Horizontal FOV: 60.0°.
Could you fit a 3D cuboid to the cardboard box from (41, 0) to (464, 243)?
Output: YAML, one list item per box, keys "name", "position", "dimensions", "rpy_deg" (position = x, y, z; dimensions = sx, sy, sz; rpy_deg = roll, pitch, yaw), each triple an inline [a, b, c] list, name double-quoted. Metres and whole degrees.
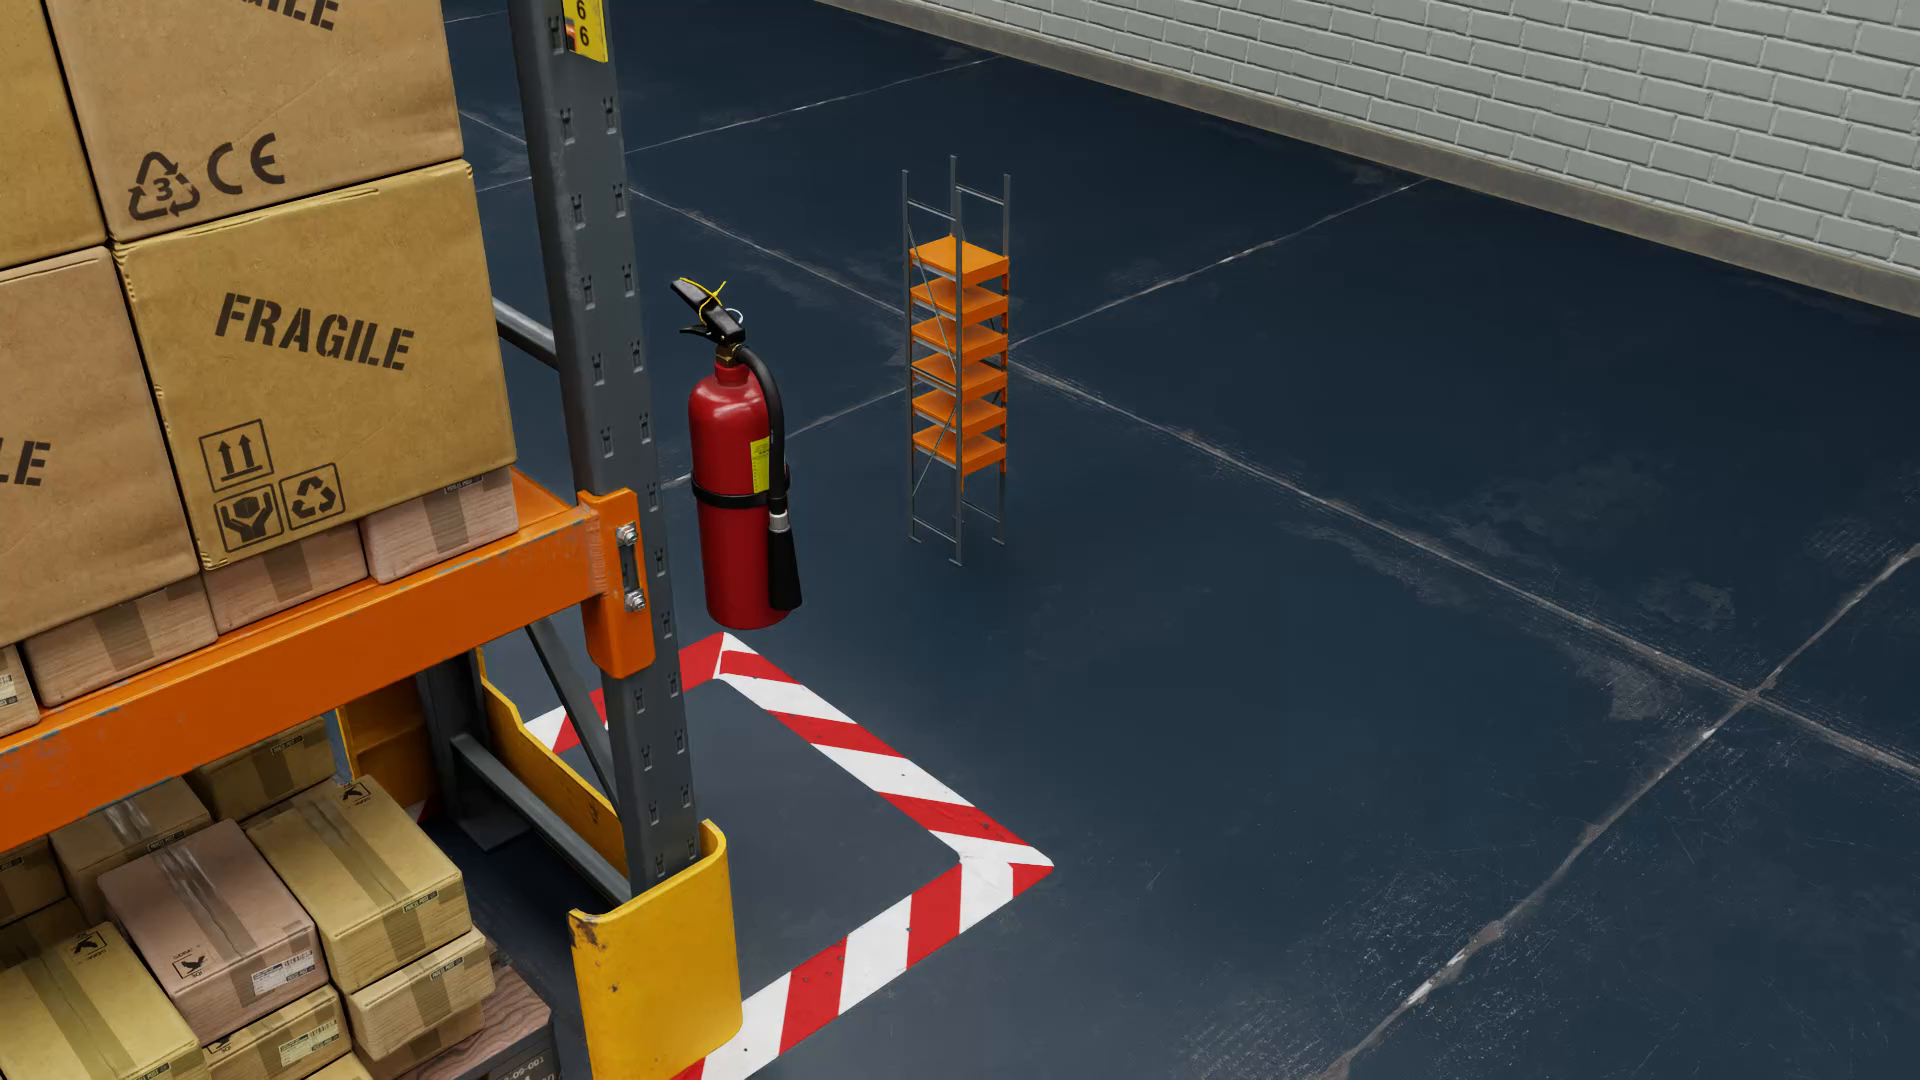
- name: "cardboard box"
  position: [-1.072, -0.774, 2.301]
  dimensions: [0.500, 0.500, 0.500]
  rpy_deg: [-27, 40, -36]

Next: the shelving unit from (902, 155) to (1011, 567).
- name: "shelving unit"
  position: [-0.011, -0.507, 4.929]
  dimensions: [0.189, 1.200, 0.258]
  rpy_deg: [-26, 40, -35]

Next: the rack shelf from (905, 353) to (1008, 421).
- name: "rack shelf"
  position: [-0.011, -0.469, 4.952]
  dimensions: [0.180, 0.103, 0.258]
  rpy_deg: [-26, 40, -35]

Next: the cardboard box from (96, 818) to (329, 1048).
- name: "cardboard box"
  position: [-1.345, 0.700, 2.990]
  dimensions: [0.250, 0.149, 0.380]
  rpy_deg: [-25, 39, -35]

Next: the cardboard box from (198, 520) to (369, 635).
- name: "cardboard box"
  position: [-1.160, -0.031, 2.665]
  dimensions: [0.250, 0.149, 0.380]
  rpy_deg: [-26, 40, -36]

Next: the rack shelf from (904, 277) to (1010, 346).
- name: "rack shelf"
  position: [-0.011, -0.674, 4.827]
  dimensions: [0.180, 0.103, 0.258]
  rpy_deg: [-26, 40, -35]

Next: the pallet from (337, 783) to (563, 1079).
- name: "pallet"
  position: [-1.581, 1.056, 3.321]
  dimensions: [1.213, 0.211, 1.003]
  rpy_deg: [-26, 40, -35]

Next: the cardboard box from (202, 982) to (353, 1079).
- name: "cardboard box"
  position: [-1.327, 0.843, 3.041]
  dimensions: [0.250, 0.149, 0.380]
  rpy_deg: [-27, 40, -36]

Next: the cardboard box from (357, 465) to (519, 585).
- name: "cardboard box"
  position: [-0.952, -0.104, 2.786]
  dimensions: [0.250, 0.149, 0.380]
  rpy_deg: [-26, 40, -35]

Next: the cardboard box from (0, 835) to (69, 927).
- name: "cardboard box"
  position: [-1.913, 0.588, 3.173]
  dimensions: [0.250, 0.149, 0.380]
  rpy_deg: [-26, 40, -36]

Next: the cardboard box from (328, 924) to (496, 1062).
- name: "cardboard box"
  position: [-1.099, 0.771, 3.159]
  dimensions: [0.250, 0.149, 0.380]
  rpy_deg: [-27, 41, -37]

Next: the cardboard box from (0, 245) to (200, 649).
- name: "cardboard box"
  position: [-1.441, -0.166, 2.266]
  dimensions: [0.500, 0.500, 0.500]
  rpy_deg: [-27, 40, -36]

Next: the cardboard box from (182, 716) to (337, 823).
- name: "cardboard box"
  position: [-1.521, 0.404, 3.474]
  dimensions: [0.380, 0.149, 0.250]
  rpy_deg: [27, 41, 37]

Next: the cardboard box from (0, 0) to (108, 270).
- name: "cardboard box"
  position: [-1.444, -0.594, 2.007]
  dimensions: [0.500, 0.500, 0.500]
  rpy_deg: [-27, 41, -37]

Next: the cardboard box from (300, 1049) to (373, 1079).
- name: "cardboard box"
  position: [-1.269, 0.998, 3.072]
  dimensions: [0.250, 0.149, 0.380]
  rpy_deg: [-24, 39, -34]

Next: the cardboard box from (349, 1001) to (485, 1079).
- name: "cardboard box"
  position: [-1.150, 0.868, 3.285]
  dimensions: [0.250, 0.149, 0.380]
  rpy_deg: [-25, 39, -35]

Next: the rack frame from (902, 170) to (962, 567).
- name: "rack frame"
  position: [-0.078, -0.474, 4.876]
  dimensions: [0.006, 1.200, 0.240]
  rpy_deg: [-26, 40, -35]

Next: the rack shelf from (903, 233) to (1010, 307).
- name: "rack shelf"
  position: [-0.011, -0.776, 4.764]
  dimensions: [0.180, 0.103, 0.258]
  rpy_deg: [-26, 40, -35]

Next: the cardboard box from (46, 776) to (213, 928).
- name: "cardboard box"
  position: [-1.641, 0.548, 3.239]
  dimensions: [0.250, 0.149, 0.380]
  rpy_deg: [-25, 39, -35]

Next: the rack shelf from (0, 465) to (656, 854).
- name: "rack shelf"
  position: [-2.372, 0.581, 2.114]
  dimensions: [4.000, 0.370, 1.077]
  rpy_deg: [-26, 40, -35]

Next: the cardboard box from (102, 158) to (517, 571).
- name: "cardboard box"
  position: [-1.060, -0.347, 2.561]
  dimensions: [0.500, 0.500, 0.500]
  rpy_deg: [-25, 39, -35]

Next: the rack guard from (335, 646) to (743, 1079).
- name: "rack guard"
  position: [-0.961, 0.658, 3.695]
  dimensions: [0.348, 0.500, 1.175]
  rpy_deg: [-26, 40, -35]

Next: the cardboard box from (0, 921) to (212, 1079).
- name: "cardboard box"
  position: [-1.448, 0.840, 2.760]
  dimensions: [0.250, 0.149, 0.380]
  rpy_deg: [-27, 40, -36]

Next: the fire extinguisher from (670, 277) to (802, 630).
- name: "fire extinguisher"
  position: [-0.407, -0.156, 3.062]
  dimensions: [0.183, 0.674, 0.296]
  rpy_deg: [-26, 40, -35]

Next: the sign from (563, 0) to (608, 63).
- name: "sign"
  position: [-0.543, -0.845, 2.343]
  dimensions: [0.005, 0.325, 0.100]
  rpy_deg: [-26, 40, -35]

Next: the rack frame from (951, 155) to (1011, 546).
- name: "rack frame"
  position: [0.056, -0.539, 4.982]
  dimensions: [0.006, 1.200, 0.240]
  rpy_deg: [-26, 40, -35]

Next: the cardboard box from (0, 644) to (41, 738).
- name: "cardboard box"
  position: [-1.505, 0.164, 2.348]
  dimensions: [0.250, 0.149, 0.380]
  rpy_deg: [-25, 39, -34]

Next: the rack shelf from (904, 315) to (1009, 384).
- name: "rack shelf"
  position: [-0.011, -0.571, 4.889]
  dimensions: [0.180, 0.103, 0.258]
  rpy_deg: [-26, 40, -35]

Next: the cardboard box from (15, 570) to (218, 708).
- name: "cardboard box"
  position: [-1.334, 0.064, 2.511]
  dimensions: [0.250, 0.149, 0.380]
  rpy_deg: [-26, 40, -36]

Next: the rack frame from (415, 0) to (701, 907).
- name: "rack frame"
  position: [-0.906, -0.435, 3.087]
  dimensions: [0.127, 3.000, 1.000]
  rpy_deg: [-26, 40, -35]

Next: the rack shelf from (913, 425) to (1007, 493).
- name: "rack shelf"
  position: [-0.011, -0.264, 5.077]
  dimensions: [0.180, 0.103, 0.258]
  rpy_deg: [-26, 40, -35]

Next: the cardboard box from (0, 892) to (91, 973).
- name: "cardboard box"
  position: [-1.823, 0.759, 3.179]
  dimensions: [0.250, 0.149, 0.380]
  rpy_deg: [-25, 39, -35]

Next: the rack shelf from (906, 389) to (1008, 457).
- name: "rack shelf"
  position: [-0.011, -0.366, 5.014]
  dimensions: [0.180, 0.103, 0.258]
  rpy_deg: [-26, 40, -35]

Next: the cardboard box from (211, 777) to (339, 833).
- name: "cardboard box"
  position: [-1.464, 0.562, 3.500]
  dimensions: [0.250, 0.149, 0.380]
  rpy_deg: [-24, 39, -34]

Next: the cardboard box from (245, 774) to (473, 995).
- name: "cardboard box"
  position: [-1.121, 0.633, 3.100]
  dimensions: [0.250, 0.149, 0.380]
  rpy_deg: [-25, 40, -35]
